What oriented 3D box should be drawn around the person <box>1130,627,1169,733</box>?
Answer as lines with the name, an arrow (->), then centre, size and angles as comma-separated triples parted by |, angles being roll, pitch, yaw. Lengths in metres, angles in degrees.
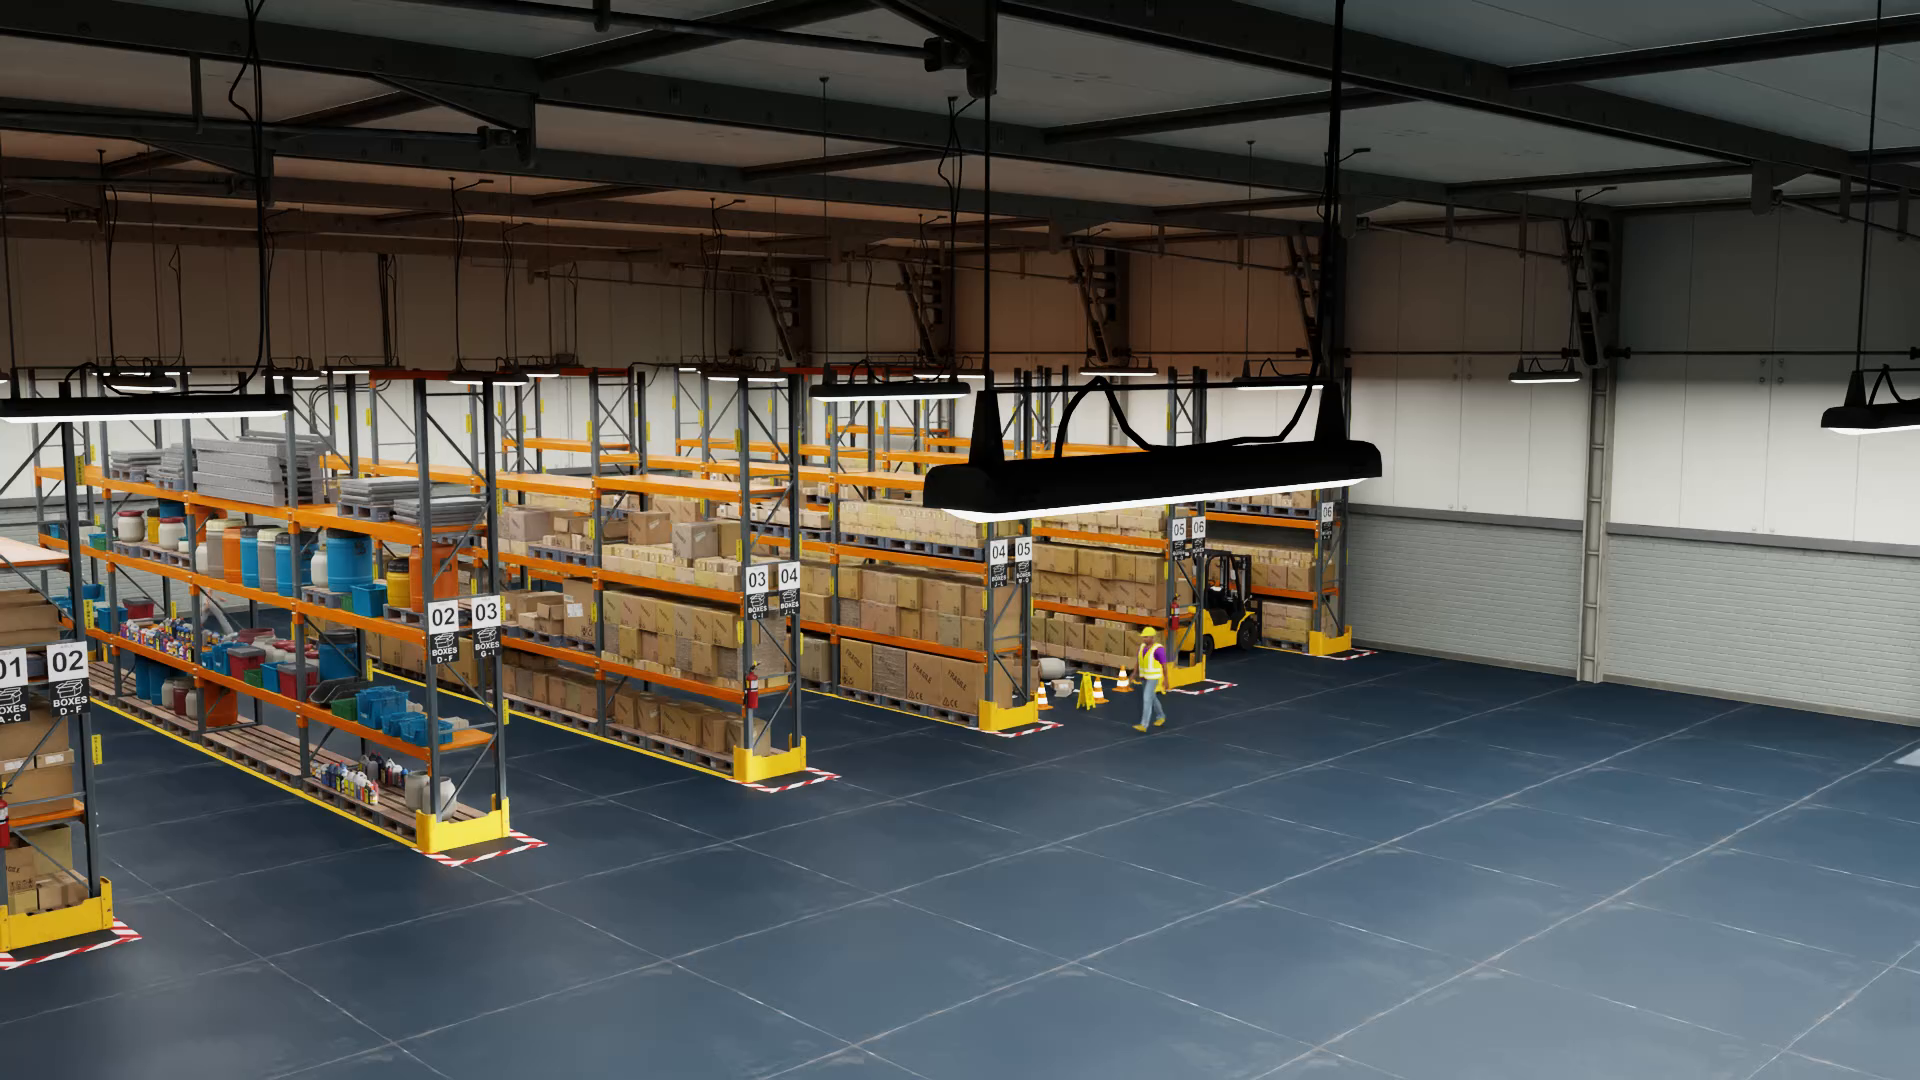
person -> 3.169, 2.323, 27.952 | 0.896, 1.748, 0.575 | -4, 7, -29

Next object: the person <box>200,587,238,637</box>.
person -> -16.439, 1.383, 36.593 | 0.436, 1.592, 1.089 | 5, 8, 38
